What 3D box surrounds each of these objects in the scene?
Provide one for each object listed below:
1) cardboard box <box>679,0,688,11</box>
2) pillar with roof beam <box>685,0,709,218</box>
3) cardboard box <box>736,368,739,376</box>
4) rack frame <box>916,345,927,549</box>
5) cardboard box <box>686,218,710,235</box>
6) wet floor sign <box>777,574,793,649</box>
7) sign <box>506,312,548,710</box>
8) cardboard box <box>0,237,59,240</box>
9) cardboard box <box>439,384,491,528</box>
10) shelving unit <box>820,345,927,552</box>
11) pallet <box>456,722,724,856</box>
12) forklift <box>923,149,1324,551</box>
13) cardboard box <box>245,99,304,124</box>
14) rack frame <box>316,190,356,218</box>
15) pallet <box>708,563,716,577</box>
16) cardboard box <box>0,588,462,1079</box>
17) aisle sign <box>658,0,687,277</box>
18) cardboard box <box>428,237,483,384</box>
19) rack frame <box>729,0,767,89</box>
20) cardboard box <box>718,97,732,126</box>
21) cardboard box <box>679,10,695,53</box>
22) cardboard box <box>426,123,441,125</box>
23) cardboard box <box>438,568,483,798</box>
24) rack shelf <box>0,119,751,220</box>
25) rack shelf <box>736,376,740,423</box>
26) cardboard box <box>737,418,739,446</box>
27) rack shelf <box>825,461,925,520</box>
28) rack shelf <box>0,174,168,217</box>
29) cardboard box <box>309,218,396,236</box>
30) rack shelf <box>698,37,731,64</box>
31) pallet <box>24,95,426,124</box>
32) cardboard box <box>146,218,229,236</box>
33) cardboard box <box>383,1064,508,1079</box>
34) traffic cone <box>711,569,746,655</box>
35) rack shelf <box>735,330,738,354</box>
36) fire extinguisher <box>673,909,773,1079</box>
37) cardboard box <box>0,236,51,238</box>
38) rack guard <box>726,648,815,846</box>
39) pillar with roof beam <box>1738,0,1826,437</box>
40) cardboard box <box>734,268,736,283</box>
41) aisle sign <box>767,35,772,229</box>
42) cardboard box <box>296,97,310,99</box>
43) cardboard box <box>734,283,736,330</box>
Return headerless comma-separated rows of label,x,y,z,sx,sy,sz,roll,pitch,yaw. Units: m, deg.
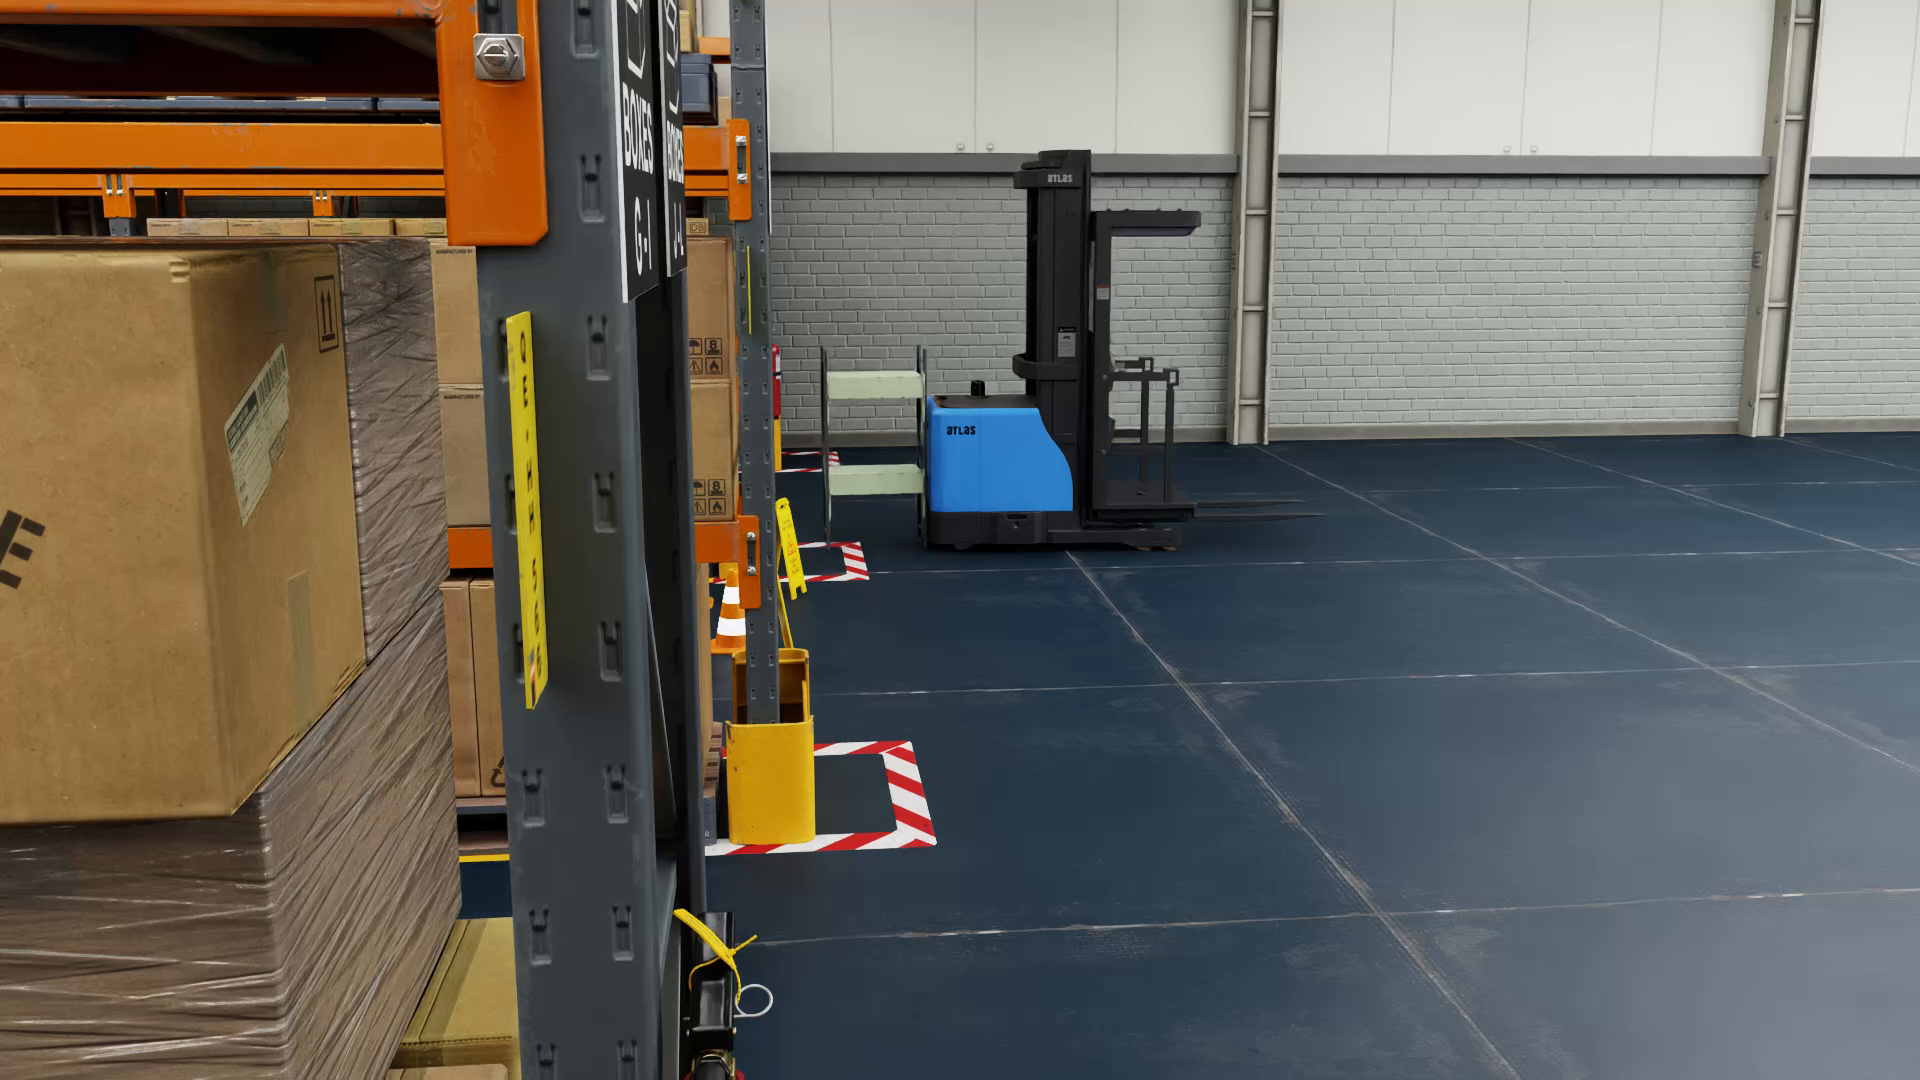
cardboard box,-1.296,-2.099,6.261,0.500,0.250,0.500,-1,11,-5
pillar with roof beam,-2.339,-4.539,12.626,0.400,9.000,9.100,-1,11,-6
cardboard box,-2.438,-1.540,16.374,0.500,0.250,0.500,-1,11,-4
rack frame,-0.289,-0.710,12.589,0.023,1.500,0.400,-2,11,-9
cardboard box,-1.959,-1.943,11.355,0.500,0.500,0.700,-1,11,-7
wet floor sign,-1.025,0.412,9.101,0.232,0.644,0.267,-3,12,-16
sign,-0.364,-0.026,1.404,0.005,0.325,0.100,-1,11,-6
cardboard box,-1.478,-0.127,2.117,0.500,0.500,0.500,-1,11,-6
cardboard box,-1.748,-0.405,6.762,0.550,0.550,0.875,-1,11,-6
shelving unit,-0.651,-0.699,12.533,0.755,1.500,0.431,-2,11,-9
pallet,-1.626,1.037,7.047,1.213,0.211,1.003,-1,11,-6
forklift,1.250,-1.457,12.679,3.031,2.935,1.130,-1,11,-4
cardboard box,-4.473,-2.740,10.873,0.500,0.250,0.500,-1,11,-7
rack frame,-5.991,-2.179,16.175,0.127,3.000,1.000,-1,11,-6
pallet,-2.362,0.070,11.966,1.213,0.211,1.003,-1,11,-6
cardboard box,-0.954,0.401,2.020,0.500,0.500,0.875,-1,11,-6
aisle sign,-0.375,-0.744,2.138,0.004,0.787,0.394,-1,11,-6
cardboard box,-1.750,-0.937,6.671,0.550,0.550,0.875,-1,11,-6
rack frame,-0.840,-3.307,6.360,0.127,3.000,1.000,-1,11,-6
cardboard box,-2.428,-3.982,15.965,0.500,0.500,0.500,-1,11,-4
cardboard box,-1.134,-1.895,6.258,0.250,0.149,0.380,-1,11,-6
cardboard box,-3.472,-2.759,10.969,0.500,0.250,0.500,-1,11,-6
cardboard box,-2.381,0.519,6.872,0.875,0.875,0.875,-1,11,-7
rack shelf,-2.828,-1.440,6.507,4.000,0.370,1.077,-1,11,-6
rack shelf,-3.463,-0.916,11.614,4.000,0.370,1.077,-1,11,-6
cardboard box,-2.447,-1.049,16.465,0.500,0.250,0.500,-1,11,-6
rack shelf,-0.651,-0.379,12.596,0.720,0.370,0.431,-2,11,-9
rack shelf,-7.440,-2.304,10.901,4.000,0.370,1.077,-1,11,-6
cardboard box,-3.978,-1.892,11.093,0.500,0.500,0.700,-1,11,-7
rack shelf,-4.003,-4.615,15.916,4.000,0.370,1.077,-1,11,-6
pallet,-2.792,-1.748,6.437,1.213,0.211,1.003,-1,11,-6
cardboard box,-4.990,-1.880,11.033,0.500,0.500,0.700,-1,11,-7
cardboard box,-0.665,0.759,1.883,0.250,0.149,0.380,-1,11,-6
traffic cone,-1.305,0.397,9.651,0.334,0.463,0.336,-1,11,-6
rack shelf,-4.003,-1.867,16.456,4.000,0.370,1.077,-1,11,-6
fire extinguisher,-0.241,0.714,1.660,0.183,0.674,0.296,-1,11,-6
cardboard box,-3.911,-0.918,6.574,0.550,0.550,0.875,-1,11,-6
rack guard,-0.816,0.863,7.183,0.348,0.500,1.175,-1,11,-6
pillar with roof beam,9.591,-4.789,13.897,0.400,9.000,9.100,-1,11,-6
cardboard box,-2.380,-2.672,16.743,0.250,0.149,0.380,-1,11,-8
aisle sign,-0.802,-1.698,6.988,0.004,0.787,0.394,-1,11,-6
cardboard box,-4.320,-2.926,10.783,0.250,0.149,0.380,-1,11,-7
cardboard box,-2.537,-2.354,16.807,0.500,0.500,0.500,-1,11,-4
